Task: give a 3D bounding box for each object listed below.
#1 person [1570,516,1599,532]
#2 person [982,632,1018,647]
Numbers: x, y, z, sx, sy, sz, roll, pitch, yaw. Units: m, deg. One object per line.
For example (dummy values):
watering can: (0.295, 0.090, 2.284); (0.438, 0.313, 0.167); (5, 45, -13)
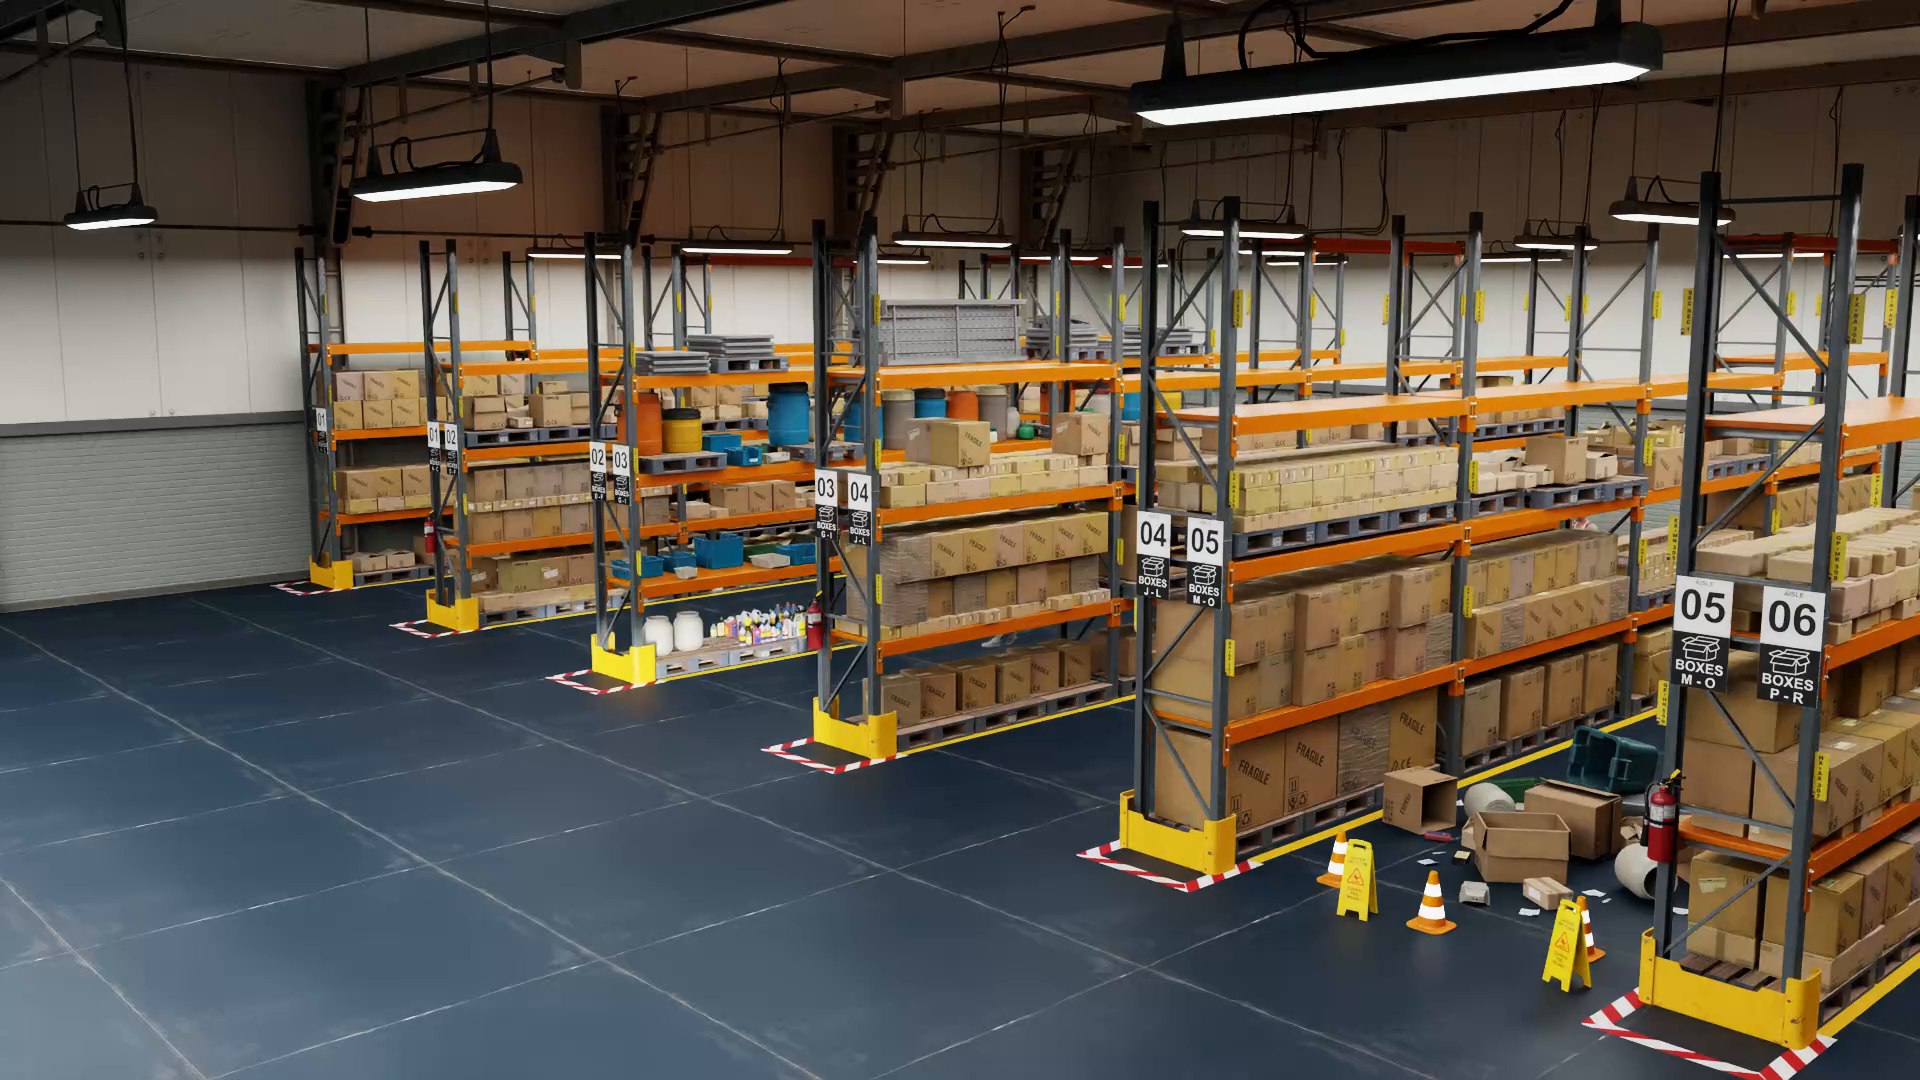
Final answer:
person: (10.168, 0.279, 27.363); (0.975, 1.742, 0.643); (-8, 12, -44)
person: (0.572, 0.672, 23.190); (0.396, 1.723, 0.554); (4, 9, 26)
